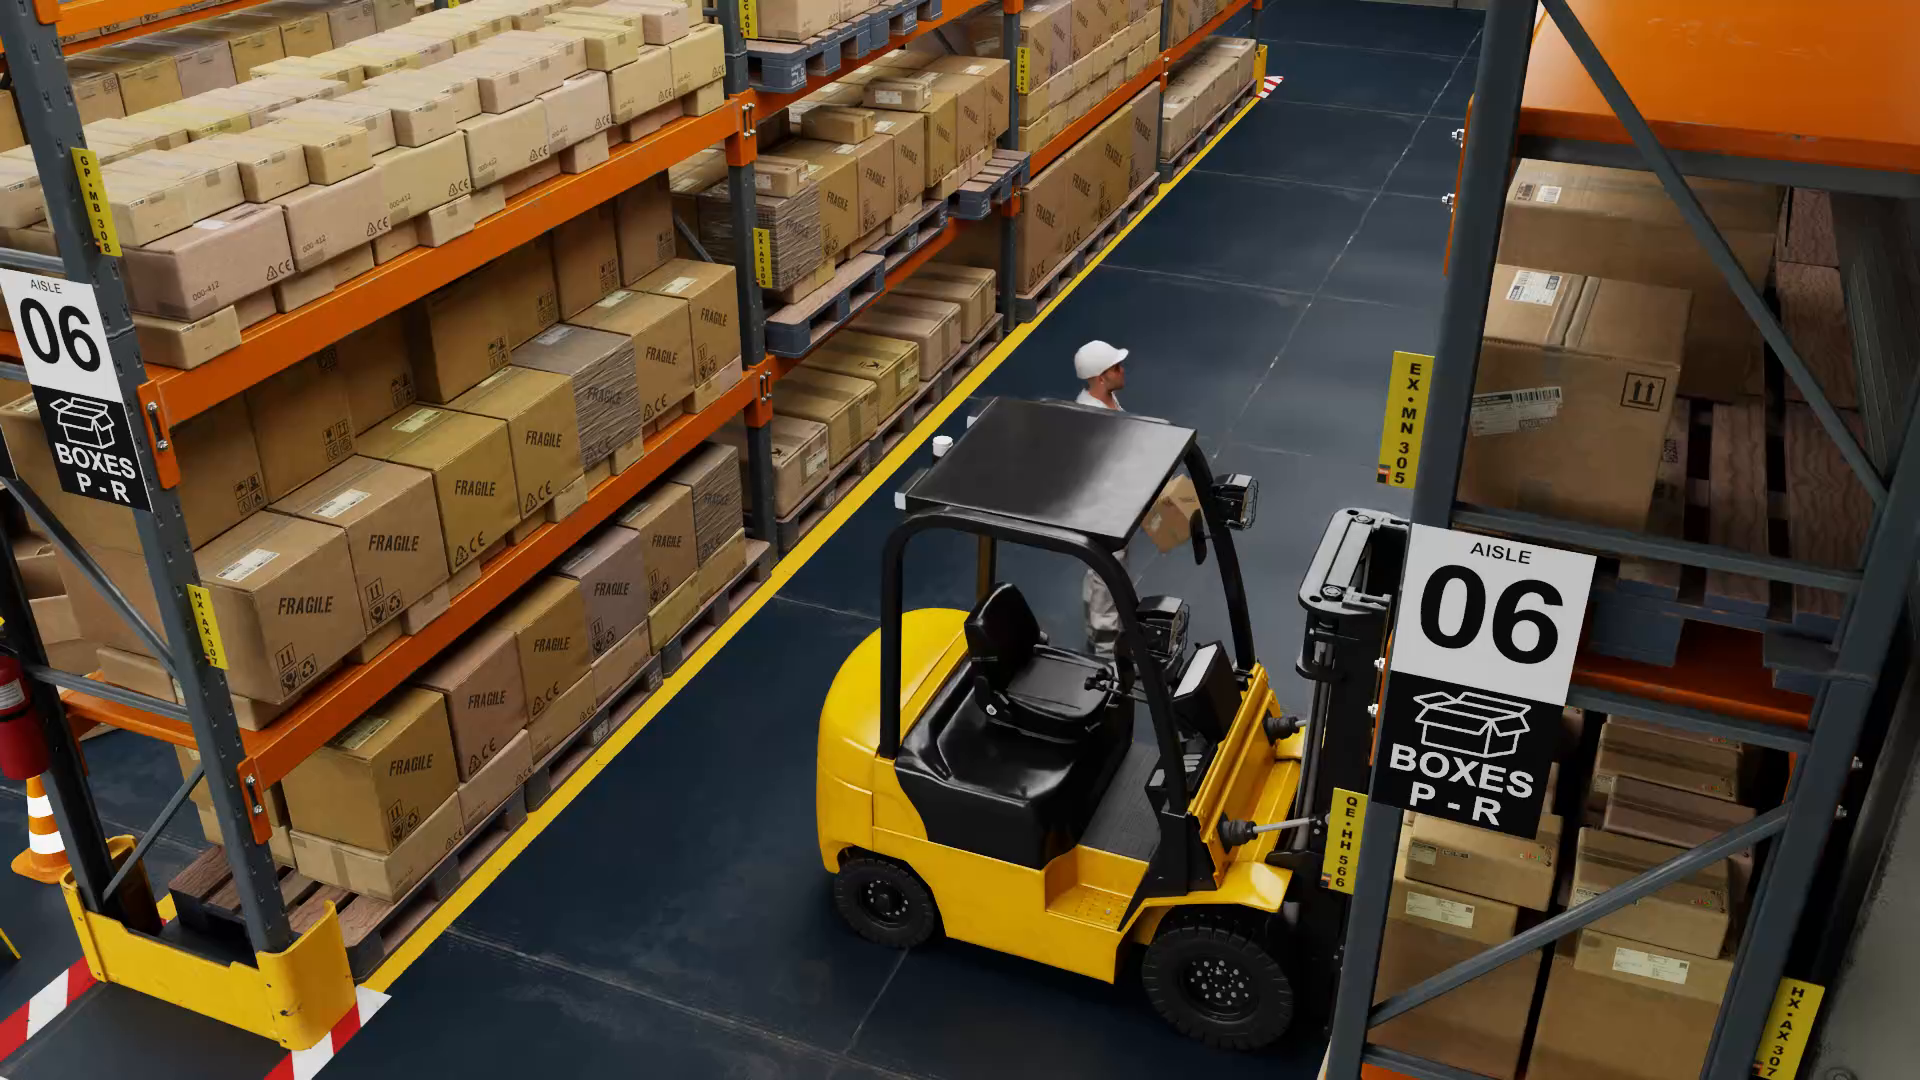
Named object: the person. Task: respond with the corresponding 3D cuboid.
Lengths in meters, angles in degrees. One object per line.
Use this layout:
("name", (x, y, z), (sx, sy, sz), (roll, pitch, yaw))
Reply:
("person", (0.821, -0.182, 8.689), (0.514, 1.794, 0.560), (3, 29, 5))
